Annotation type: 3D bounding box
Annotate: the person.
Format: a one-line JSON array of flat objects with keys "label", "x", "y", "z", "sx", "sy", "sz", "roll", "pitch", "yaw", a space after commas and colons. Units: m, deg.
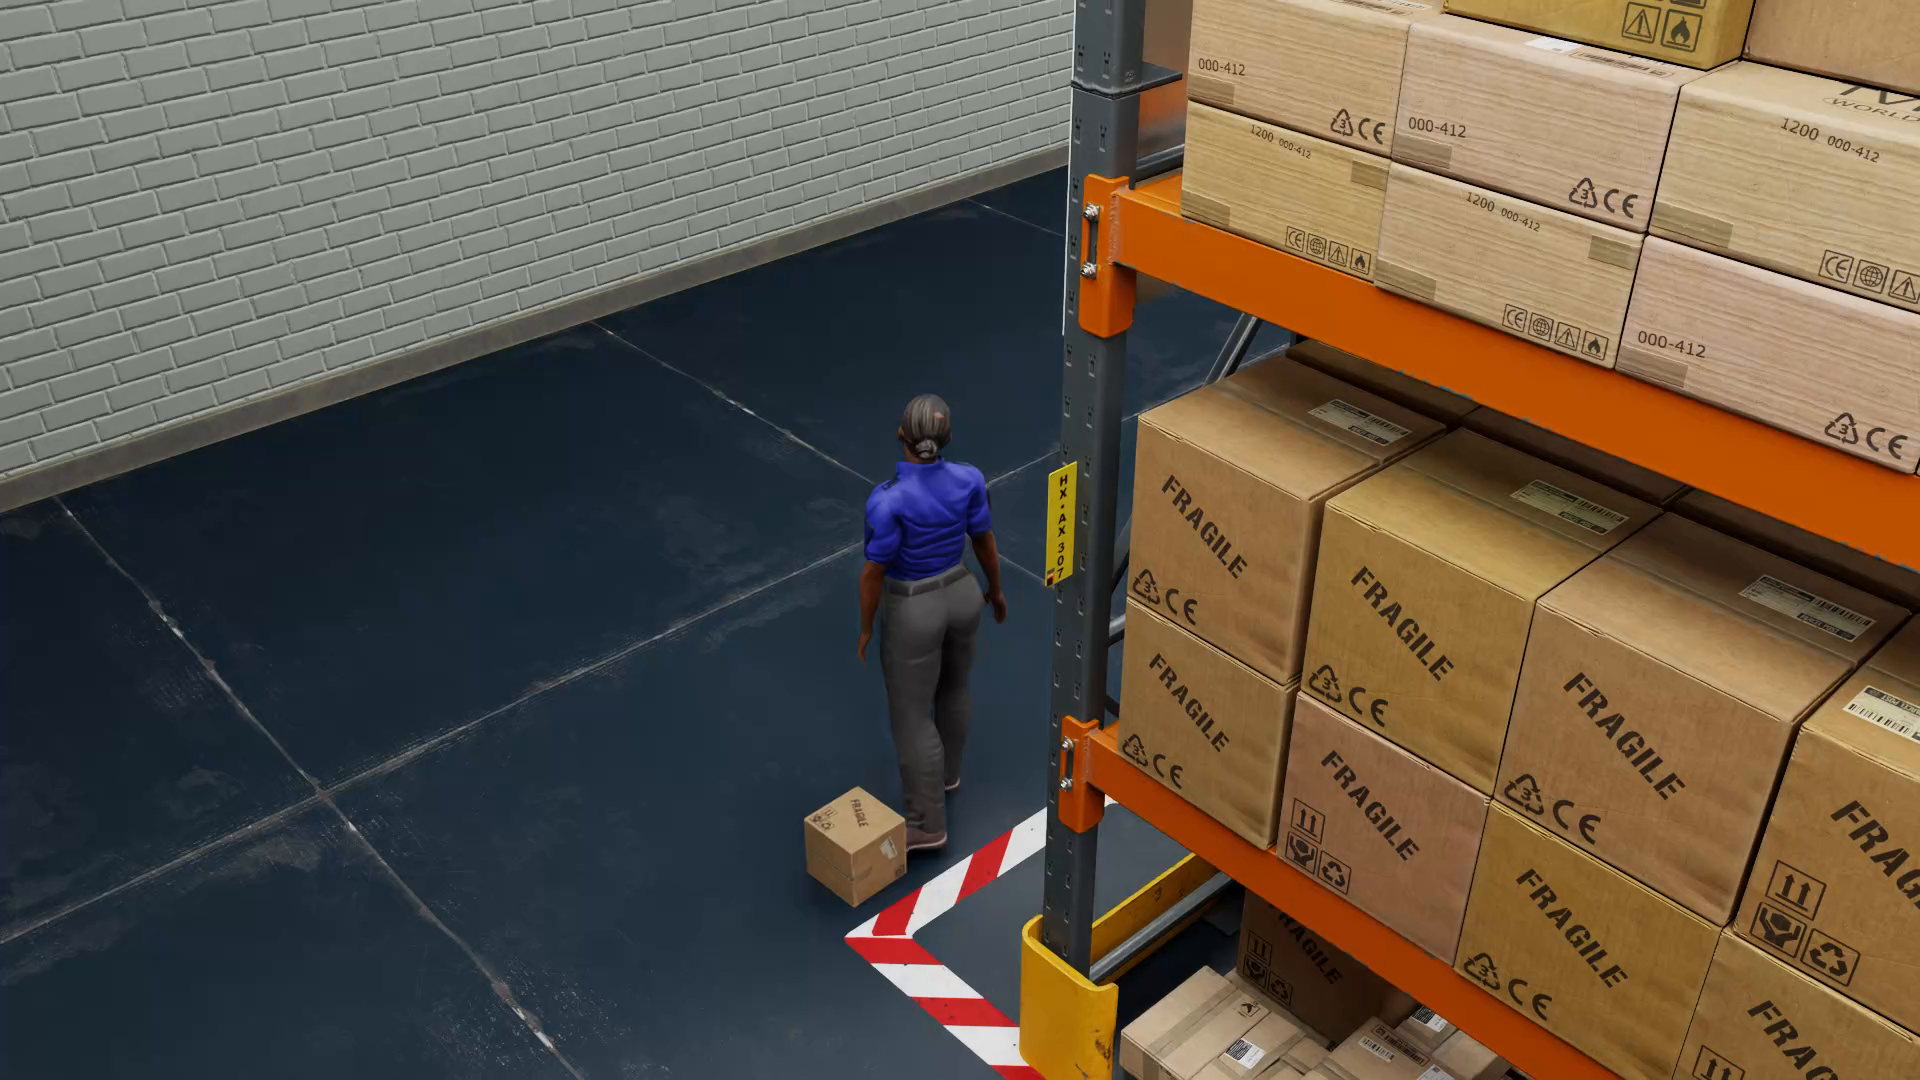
[{"label": "person", "x": -0.118, "y": 0.261, "z": 5.707, "sx": 0.654, "sy": 1.647, "sz": 0.556, "roll": -19, "pitch": 37, "yaw": -27}]
